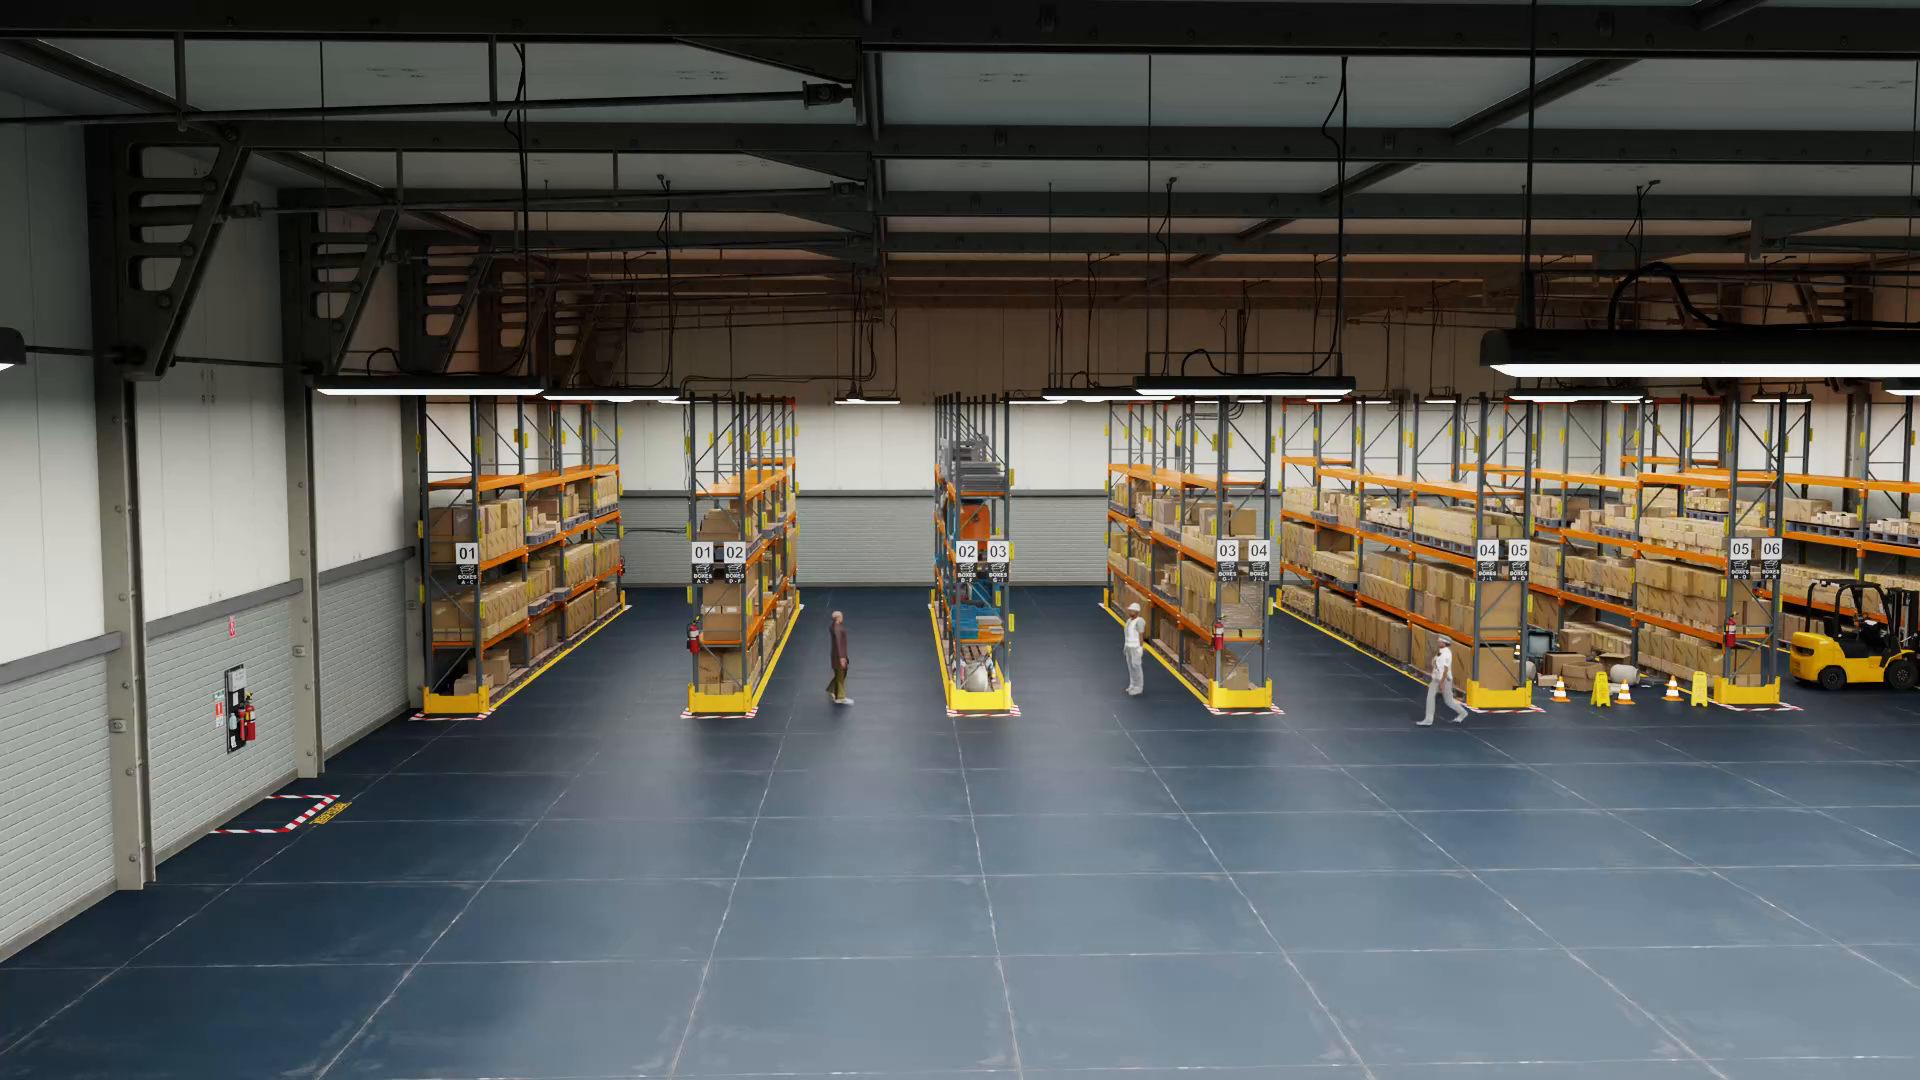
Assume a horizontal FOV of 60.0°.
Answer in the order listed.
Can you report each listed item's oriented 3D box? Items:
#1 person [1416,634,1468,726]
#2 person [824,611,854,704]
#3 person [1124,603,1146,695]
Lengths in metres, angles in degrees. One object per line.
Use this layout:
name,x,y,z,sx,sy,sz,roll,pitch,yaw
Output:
person,8.671,2.503,29.825,0.926,1.656,0.431,-2,5,-25
person,-2.358,2.316,32.224,0.576,1.701,0.659,0,5,-5
person,3.462,2.162,33.325,0.425,1.789,0.622,-2,5,-21
